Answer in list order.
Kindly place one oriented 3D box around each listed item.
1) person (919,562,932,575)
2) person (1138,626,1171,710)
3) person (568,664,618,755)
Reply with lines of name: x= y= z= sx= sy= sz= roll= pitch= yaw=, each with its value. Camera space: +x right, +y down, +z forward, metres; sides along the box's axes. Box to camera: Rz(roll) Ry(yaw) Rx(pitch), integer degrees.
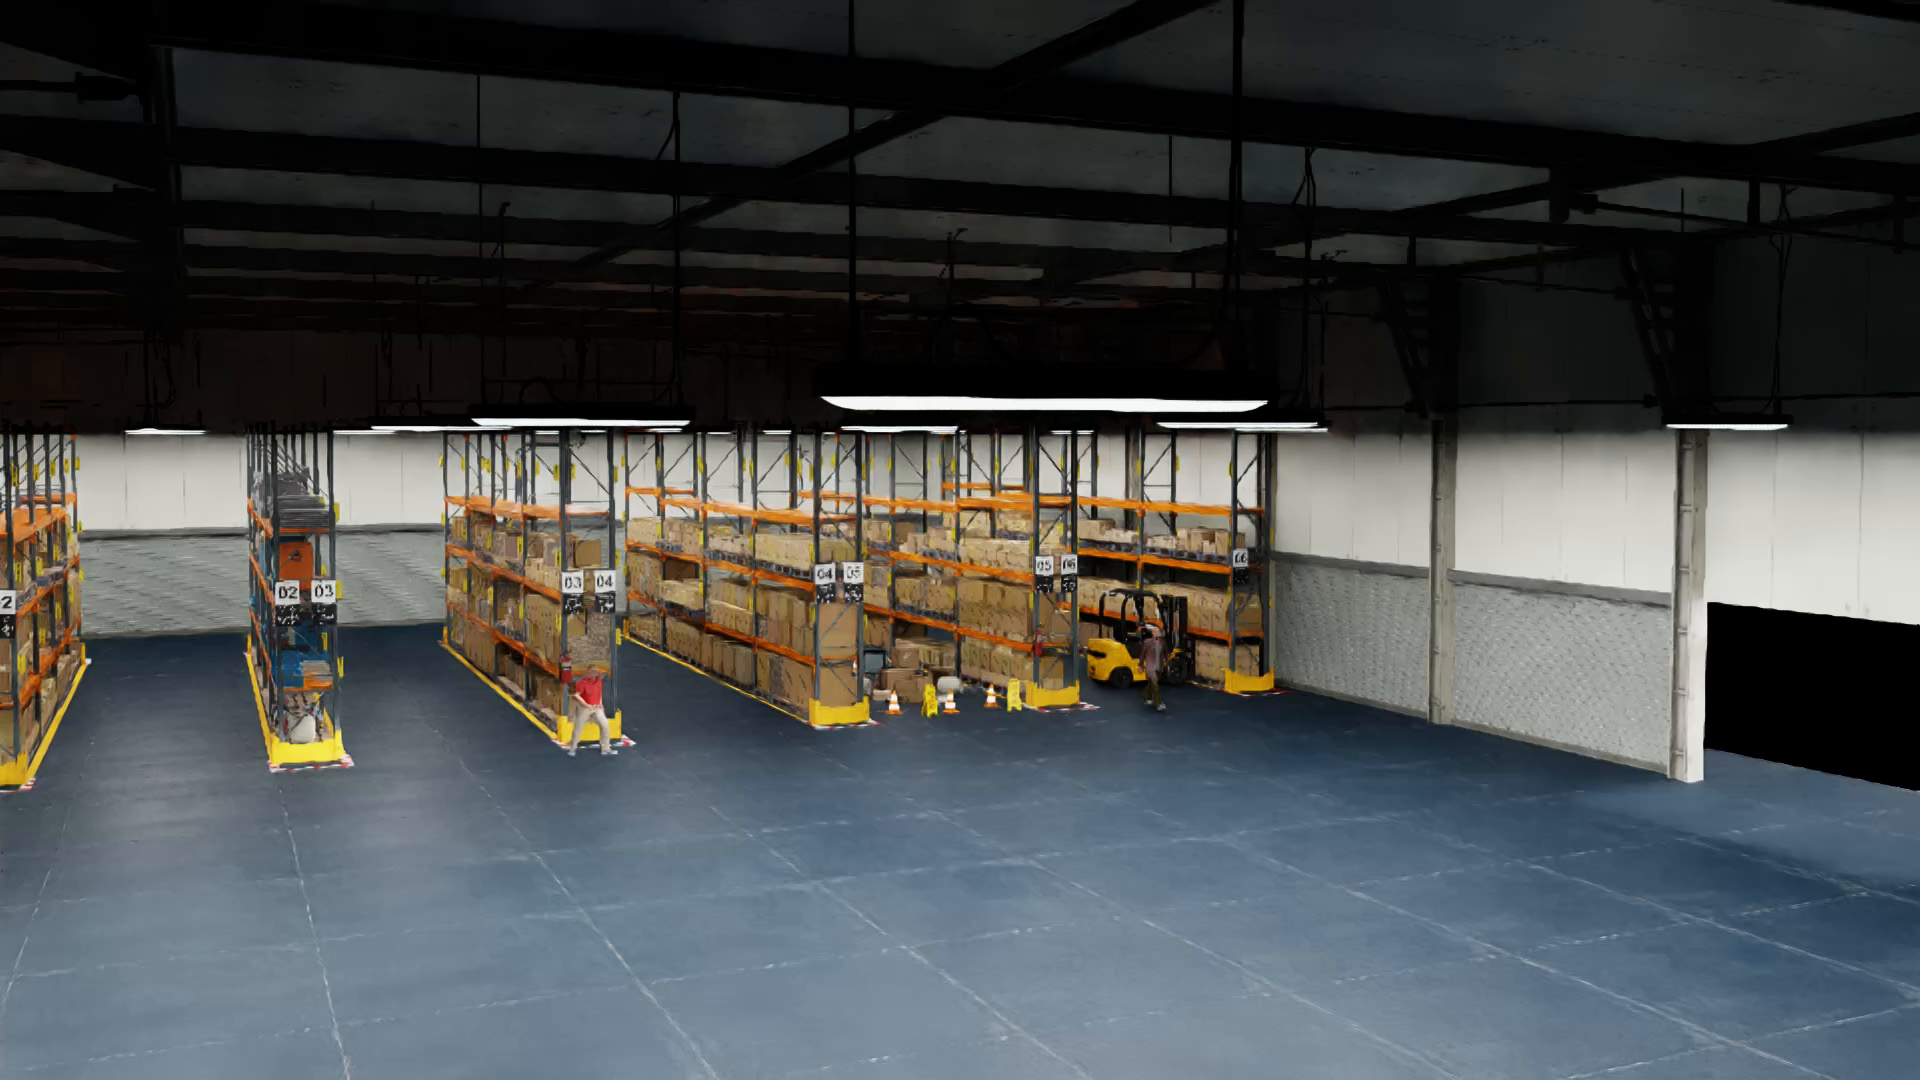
person: x=-1.109 y=1.505 z=53.428 sx=0.605 sy=1.771 sz=0.767 roll=3 pitch=4 yaw=37
person: x=4.118 y=2.671 z=34.956 sx=0.594 sy=1.725 sz=1.111 roll=-2 pitch=4 yaw=-26
person: x=-6.621 y=3.024 z=29.760 sx=0.701 sy=1.660 sz=0.857 roll=-3 pitch=5 yaw=-41
